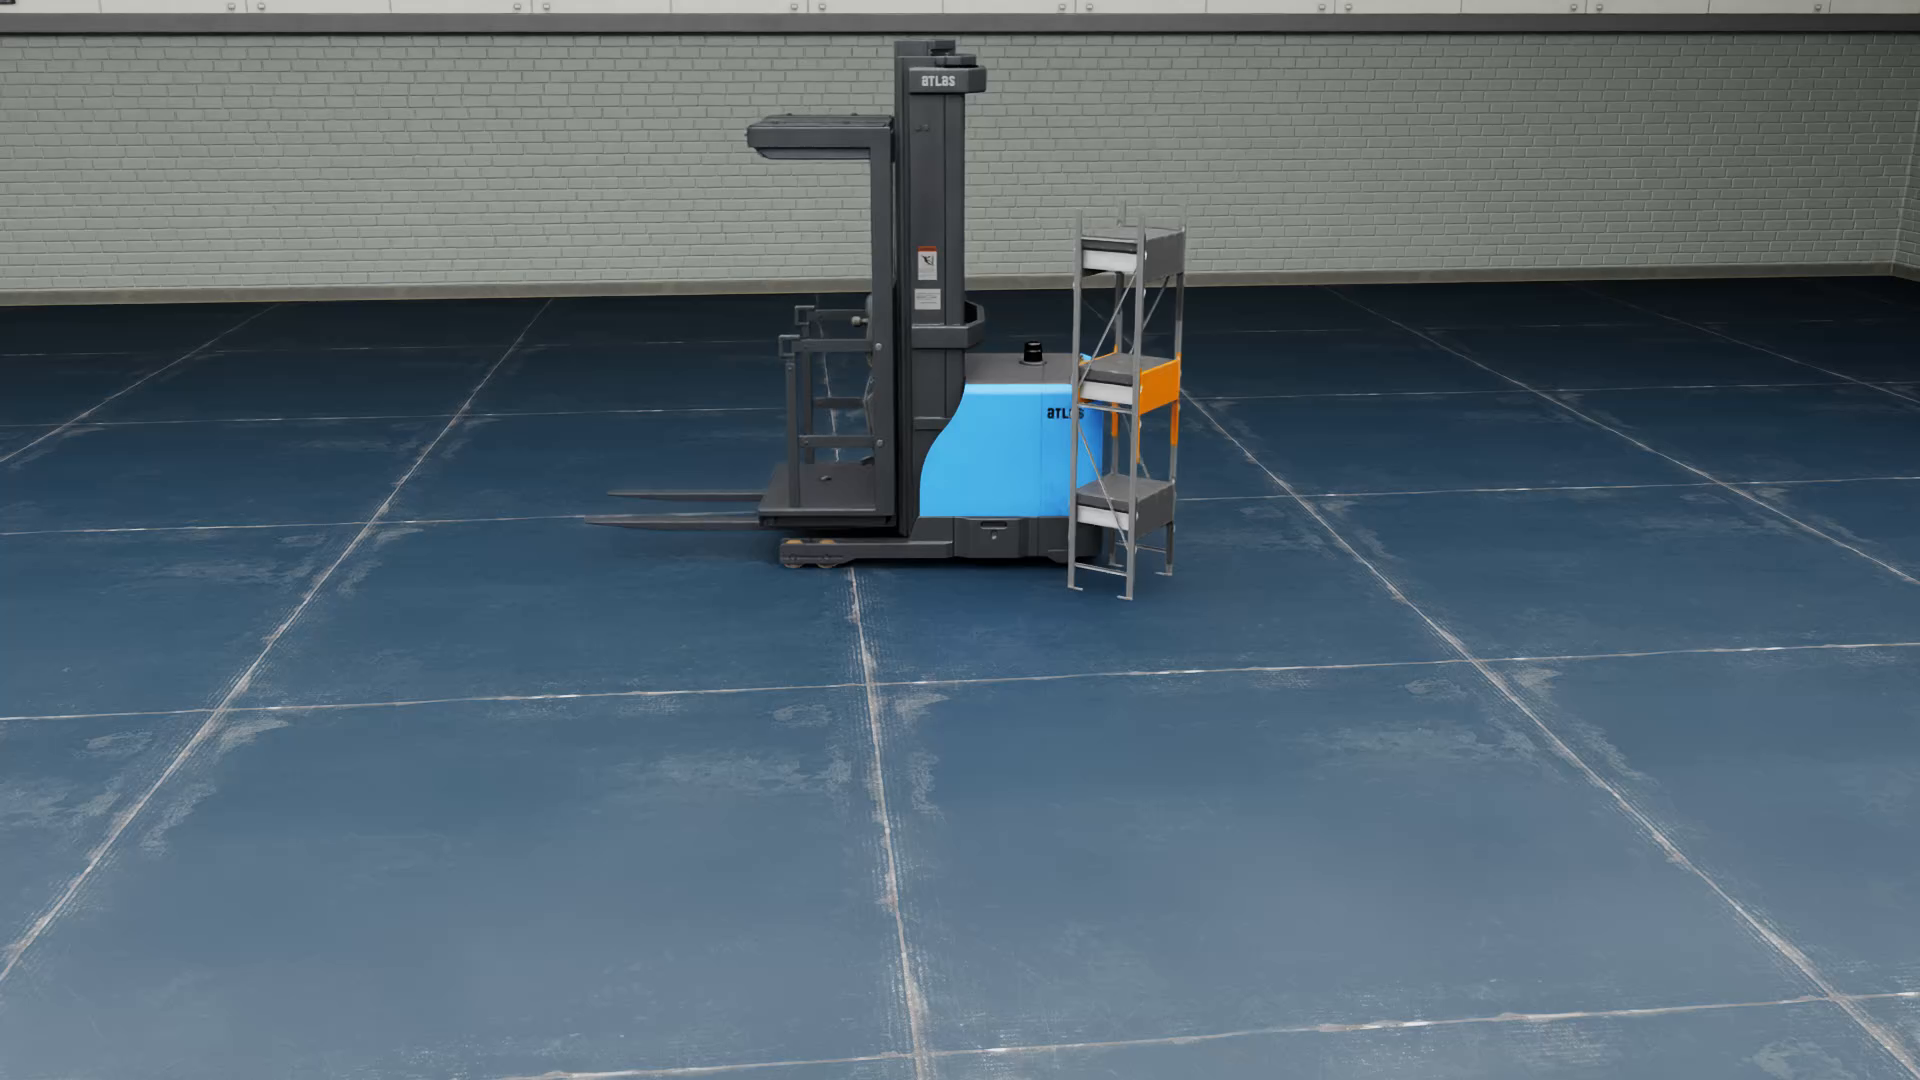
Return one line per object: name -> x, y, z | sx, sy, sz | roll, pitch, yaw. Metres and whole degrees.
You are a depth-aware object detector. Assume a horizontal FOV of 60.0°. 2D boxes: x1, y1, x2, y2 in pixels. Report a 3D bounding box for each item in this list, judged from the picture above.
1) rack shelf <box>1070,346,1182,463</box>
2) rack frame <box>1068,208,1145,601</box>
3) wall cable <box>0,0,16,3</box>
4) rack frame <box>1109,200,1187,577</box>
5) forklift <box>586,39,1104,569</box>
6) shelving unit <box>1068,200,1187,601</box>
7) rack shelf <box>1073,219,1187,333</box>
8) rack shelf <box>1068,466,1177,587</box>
rack shelf -> 0.909, -0.750, 9.107 | 0.431, 0.518, 0.480 | 11, 21, 31
rack frame -> 0.776, -0.702, 8.907 | 0.400, 2.100, 0.015 | 11, 21, 31
wall cable -> -9.132, -8.546, 16.697 | 2.305, 6.003, 0.169 | -2, 18, -6
rack frame -> 1.042, -0.825, 9.298 | 0.400, 2.100, 0.015 | 11, 21, 31
forklift -> -0.686, -1.391, 9.713 | 3.031, 2.935, 1.130 | 0, 17, 0
shelving unit -> 0.909, -0.763, 9.103 | 0.431, 2.100, 0.503 | 11, 21, 31
rack shelf -> 0.909, -1.418, 8.897 | 0.431, 0.518, 0.480 | 11, 21, 31
rack shelf -> 0.909, -0.082, 9.316 | 0.431, 0.518, 0.480 | 11, 21, 31
